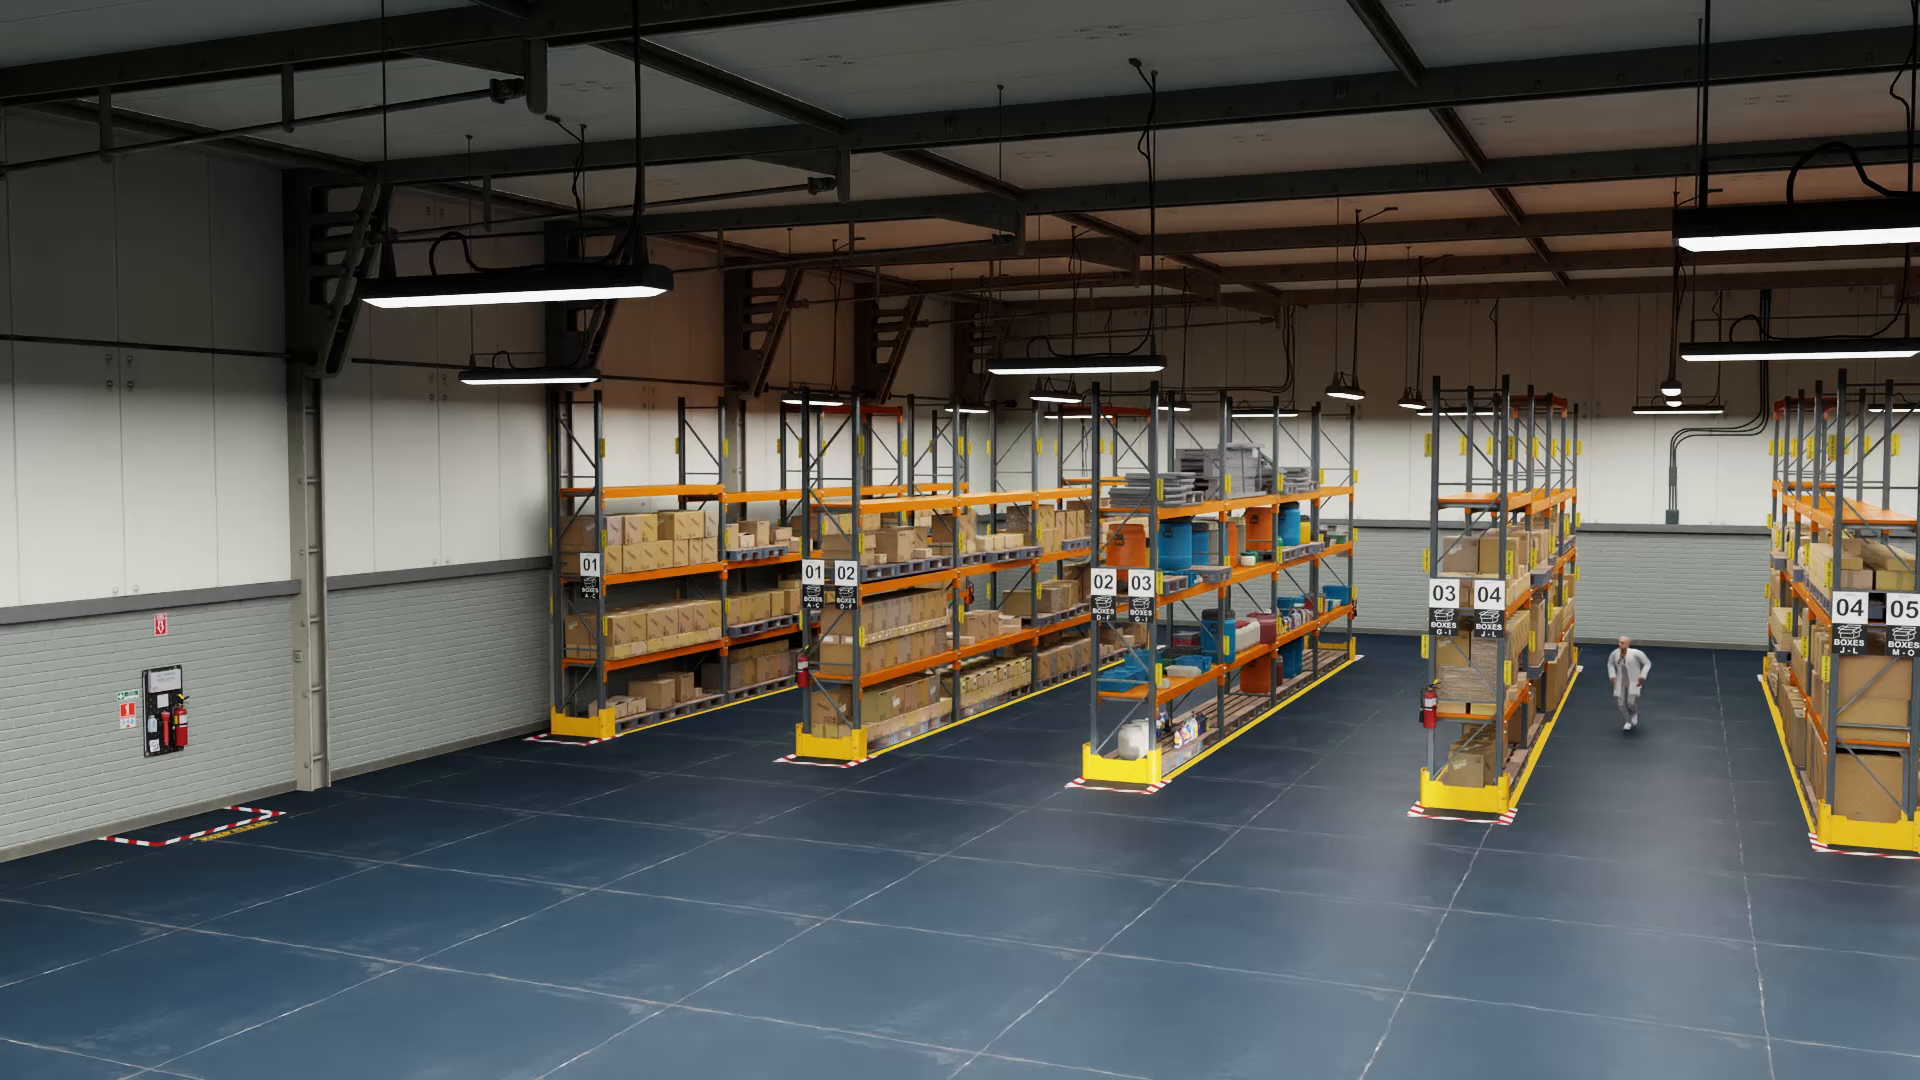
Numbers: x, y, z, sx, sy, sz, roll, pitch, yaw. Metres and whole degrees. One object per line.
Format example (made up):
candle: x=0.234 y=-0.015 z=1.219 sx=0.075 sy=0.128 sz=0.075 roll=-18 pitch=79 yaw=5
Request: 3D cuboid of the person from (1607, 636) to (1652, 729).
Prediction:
person: x=11.896 y=2.531 z=29.553 sx=0.750 sy=1.674 sz=0.609 roll=2 pitch=4 yaw=33

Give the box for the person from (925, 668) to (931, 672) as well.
person: x=-0.636 y=2.106 z=37.292 sx=0.491 sy=1.625 sz=1.049 roll=1 pitch=3 yaw=23
